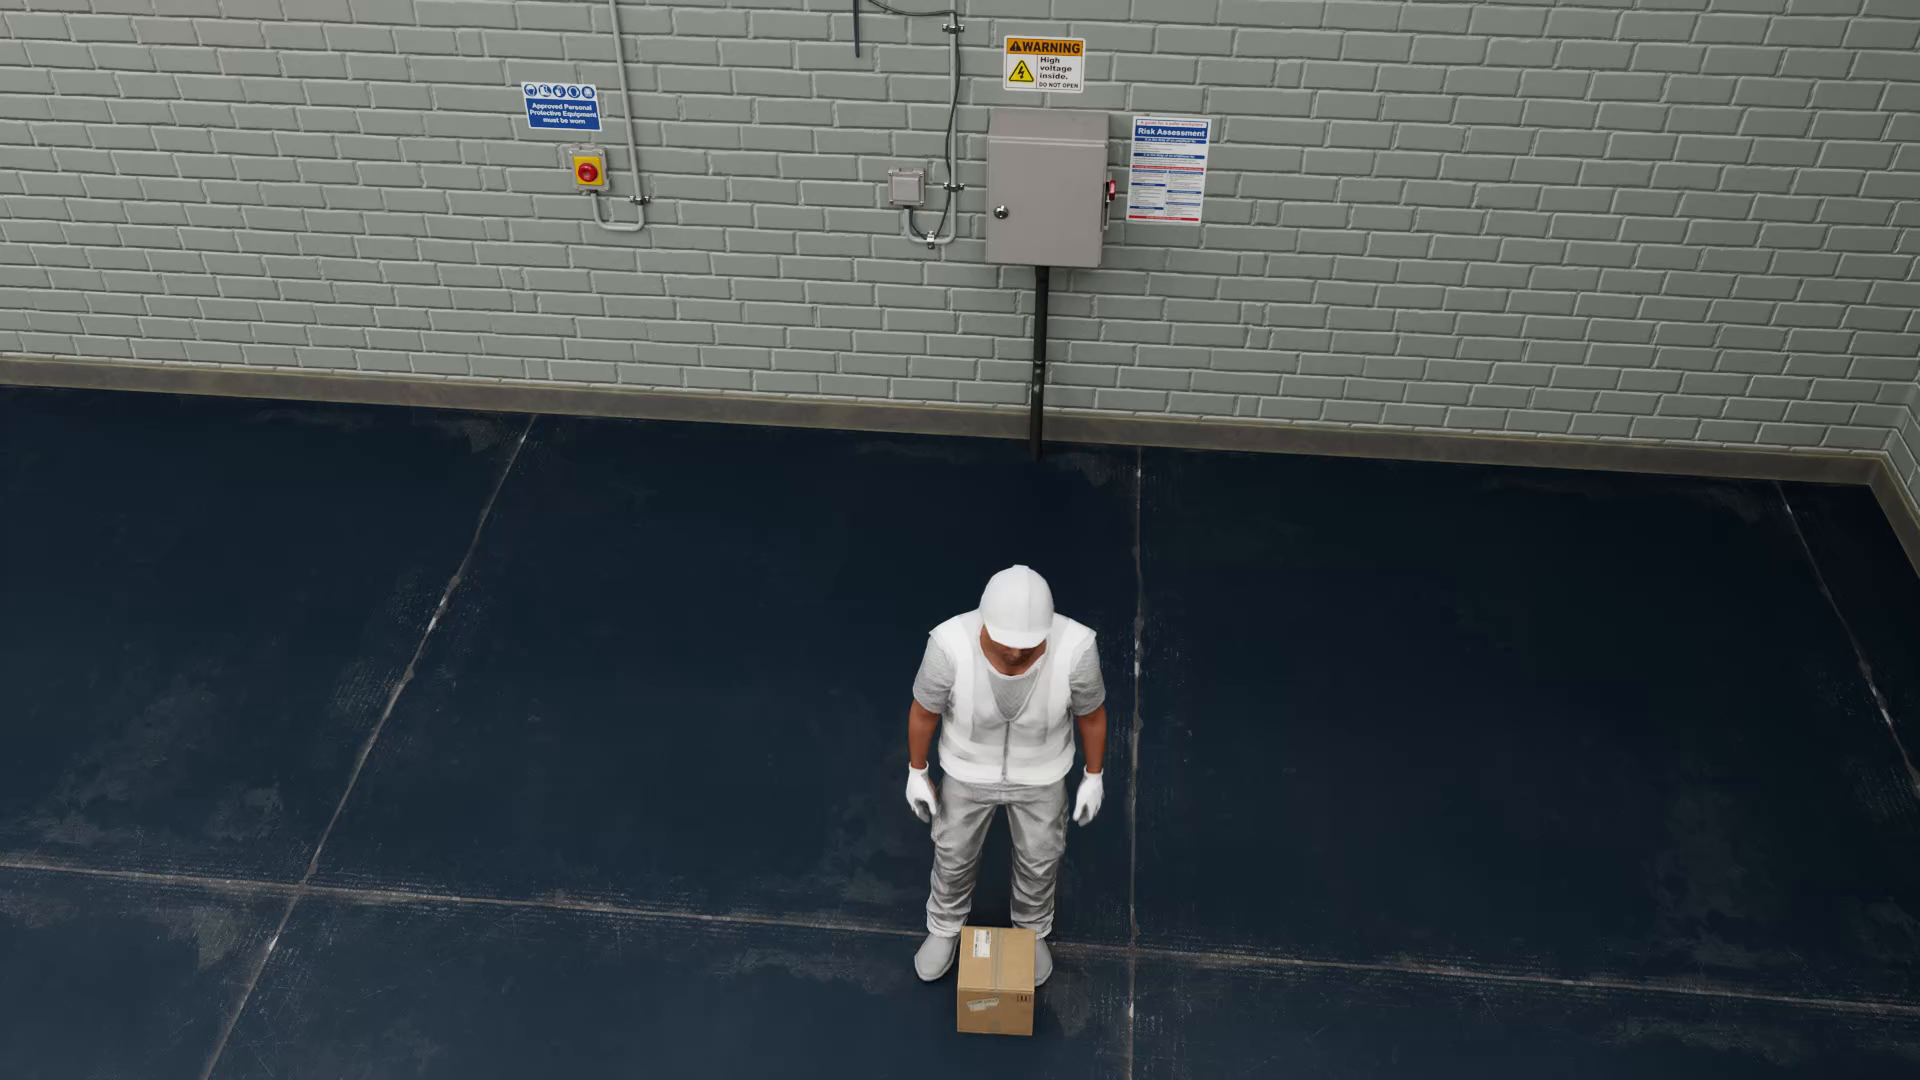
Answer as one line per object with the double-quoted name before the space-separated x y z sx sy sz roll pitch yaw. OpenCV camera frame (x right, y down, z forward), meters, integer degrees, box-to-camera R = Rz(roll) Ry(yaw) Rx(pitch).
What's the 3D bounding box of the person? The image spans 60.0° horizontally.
"person" 0.144 0.742 5.253 0.630 1.776 0.443 1 40 2
